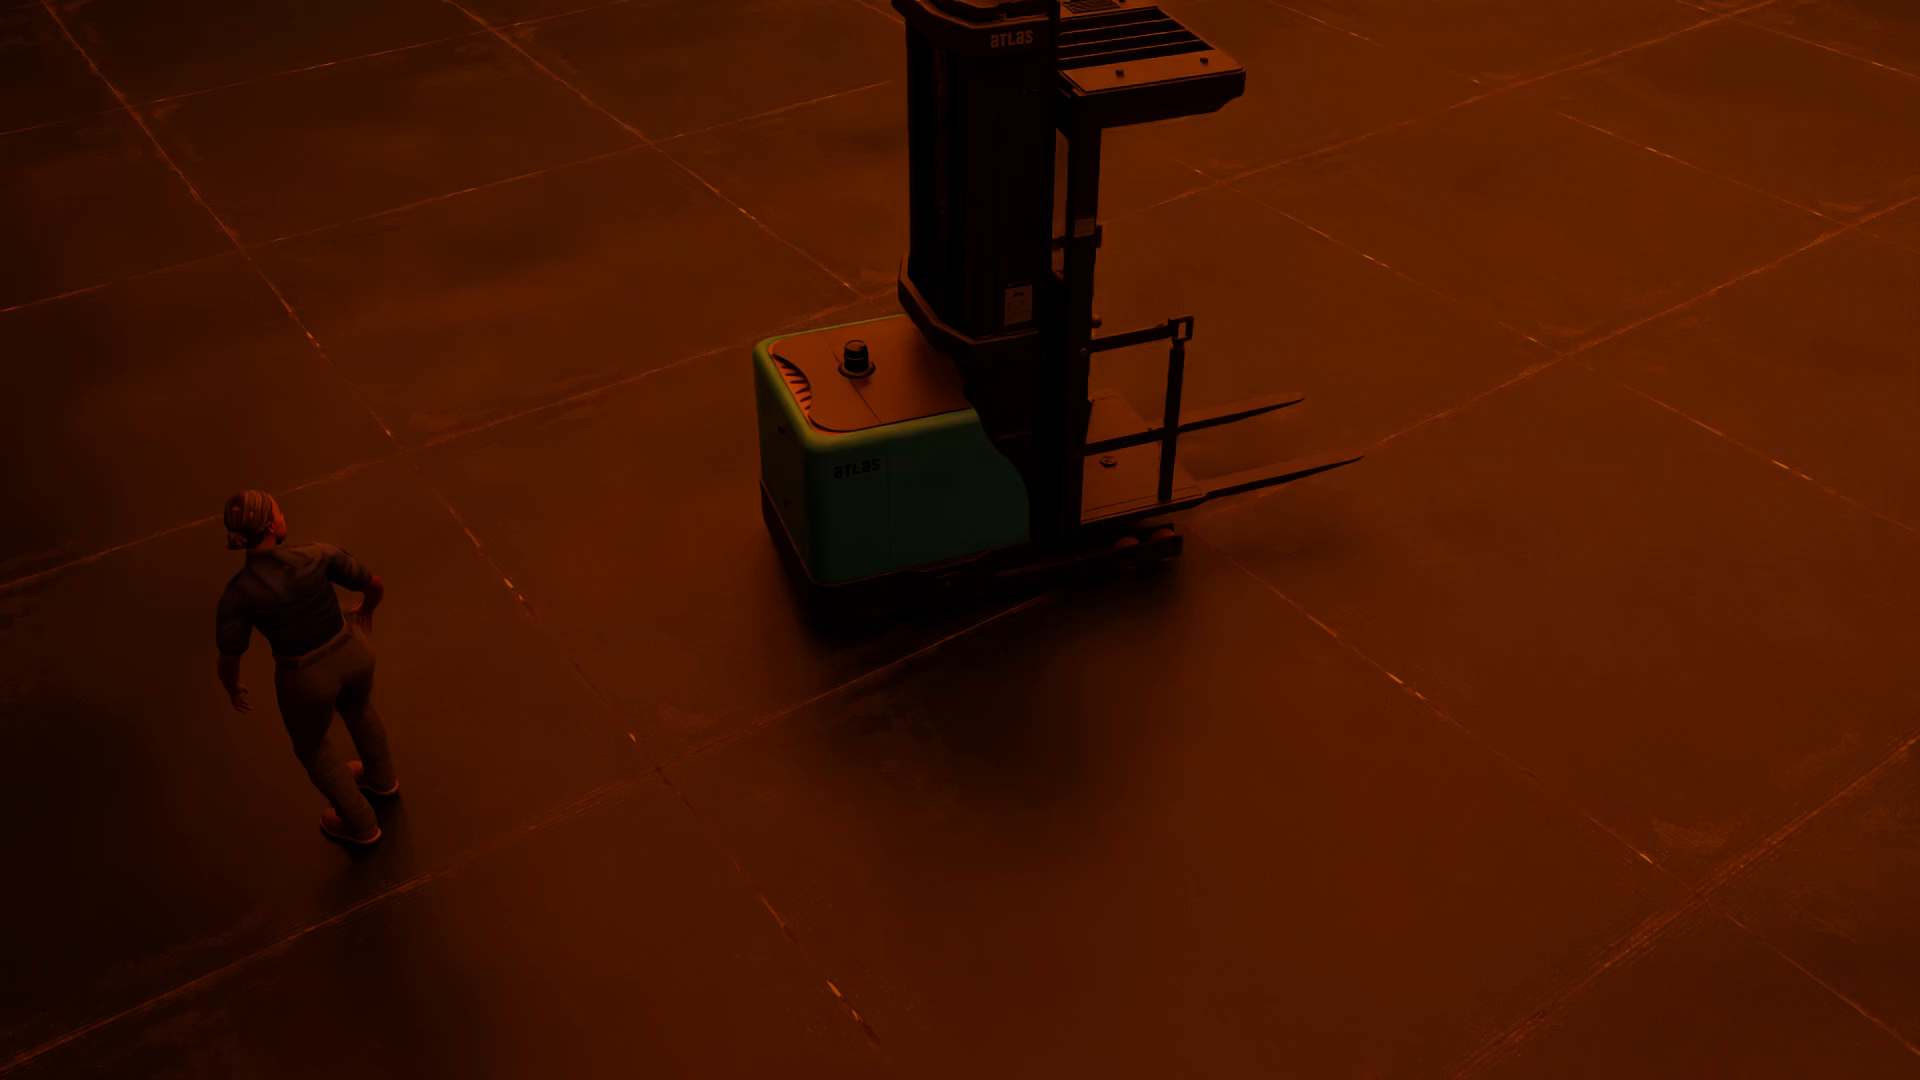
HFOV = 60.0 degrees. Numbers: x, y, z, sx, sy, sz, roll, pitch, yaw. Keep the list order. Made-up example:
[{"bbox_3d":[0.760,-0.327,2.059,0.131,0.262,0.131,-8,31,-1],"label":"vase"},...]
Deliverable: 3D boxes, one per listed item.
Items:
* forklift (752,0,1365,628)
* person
[{"bbox_3d":[0.570,-1.308,7.714,3.031,2.935,1.130,-13,38,-16],"label":"forklift"},{"bbox_3d":[-2.524,0.482,6.392,0.466,1.634,0.648,27,44,32],"label":"person"}]
